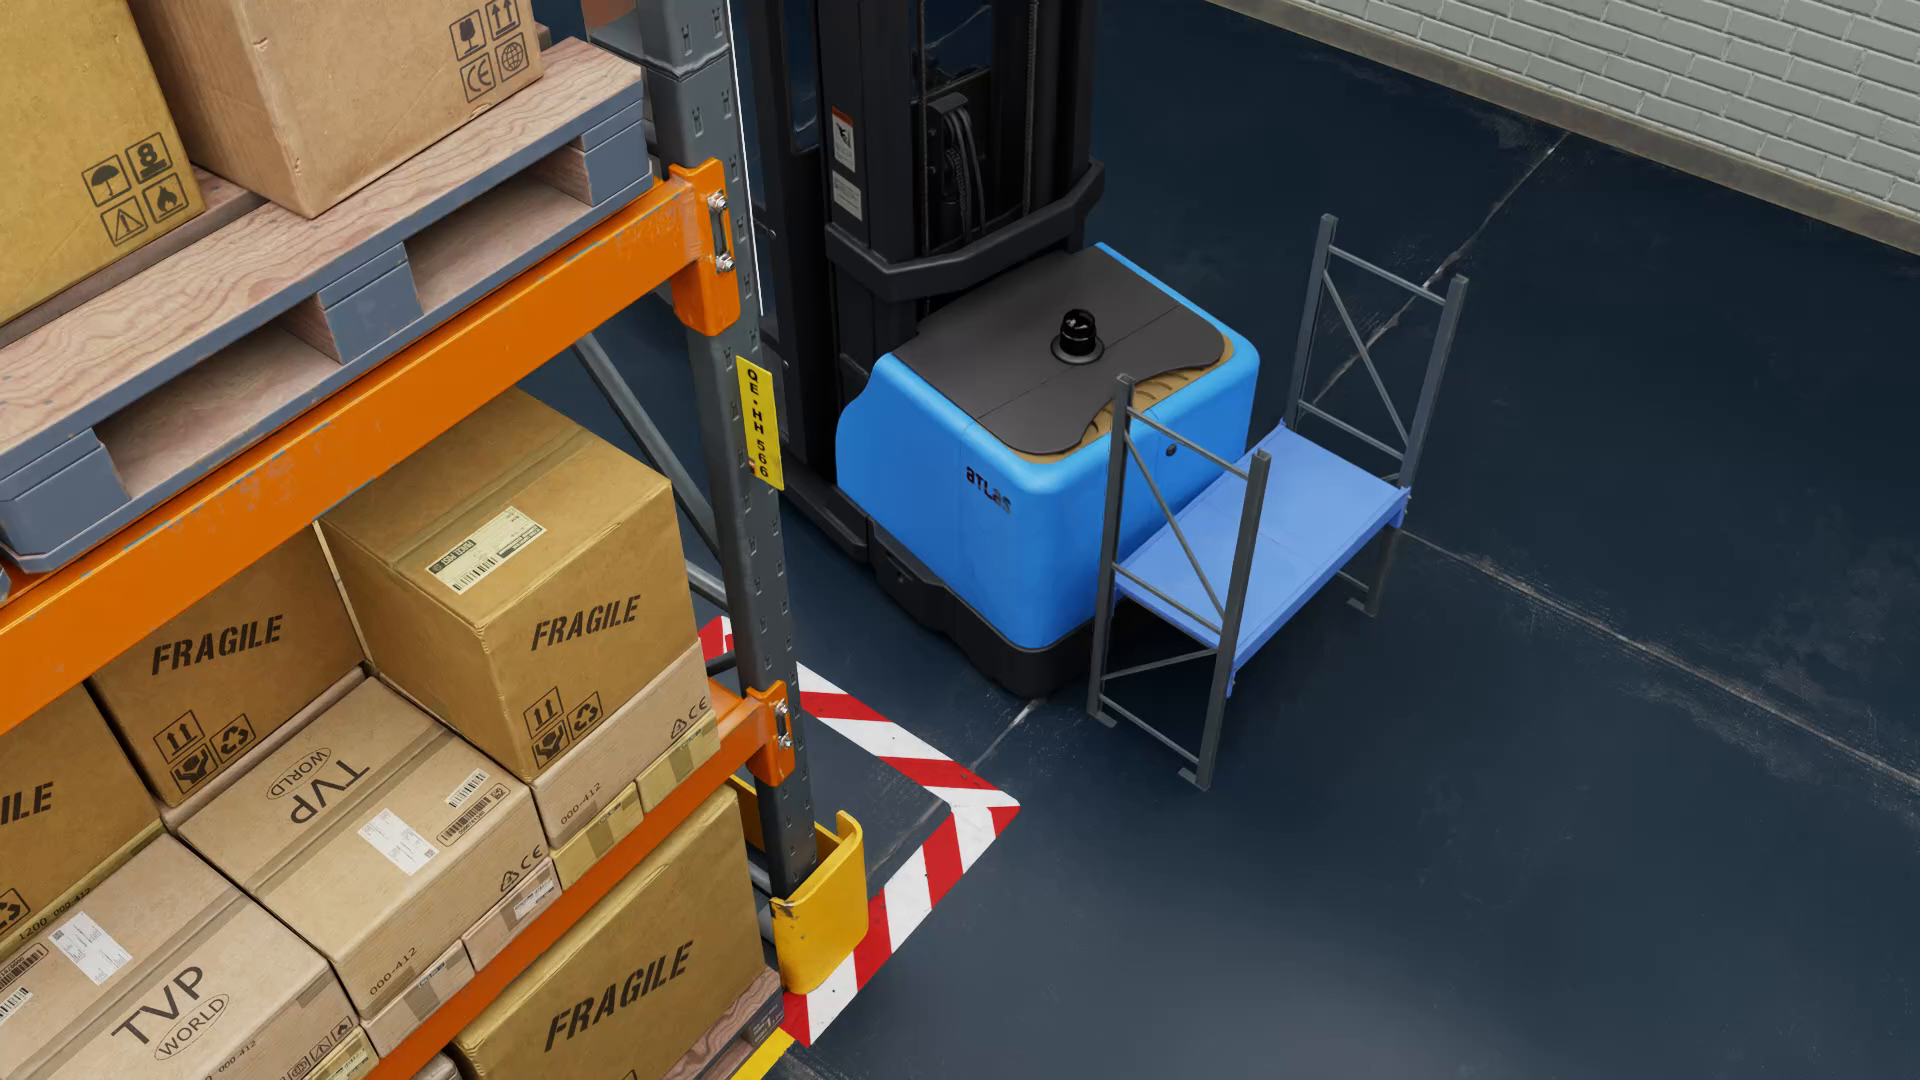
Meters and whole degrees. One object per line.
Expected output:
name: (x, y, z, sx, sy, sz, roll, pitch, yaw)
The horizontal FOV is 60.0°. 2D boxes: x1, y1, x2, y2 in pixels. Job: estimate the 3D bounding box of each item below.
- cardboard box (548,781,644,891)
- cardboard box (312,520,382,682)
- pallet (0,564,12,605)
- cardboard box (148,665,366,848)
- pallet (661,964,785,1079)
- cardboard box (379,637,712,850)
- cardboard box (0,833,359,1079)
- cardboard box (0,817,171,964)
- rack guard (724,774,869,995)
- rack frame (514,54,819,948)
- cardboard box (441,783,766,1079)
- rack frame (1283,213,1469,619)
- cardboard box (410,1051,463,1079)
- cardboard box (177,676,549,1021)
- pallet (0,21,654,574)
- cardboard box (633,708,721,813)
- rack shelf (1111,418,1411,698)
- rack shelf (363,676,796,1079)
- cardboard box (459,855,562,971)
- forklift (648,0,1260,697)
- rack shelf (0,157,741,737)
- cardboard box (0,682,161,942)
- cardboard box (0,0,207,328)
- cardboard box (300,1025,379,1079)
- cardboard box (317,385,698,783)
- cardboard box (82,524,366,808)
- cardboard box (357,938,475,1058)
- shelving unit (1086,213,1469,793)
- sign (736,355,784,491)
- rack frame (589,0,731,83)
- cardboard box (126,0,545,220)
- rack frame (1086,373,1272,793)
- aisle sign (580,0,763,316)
cardboard box: (-0.951, 0.581, 3.794, 0.380, 0.149, 0.250, 30, 53, 25)
cardboard box: (-1.343, 0.100, 3.978, 0.500, 0.250, 0.500, 28, 52, 24)
pallet: (-2.027, 0.120, 2.048, 1.003, 0.211, 1.213, 29, 53, 25)
cardboard box: (-1.655, 0.400, 3.691, 0.500, 0.250, 0.500, 29, 53, 25)
pallet: (-1.263, 1.451, 4.718, 1.003, 0.211, 1.213, 29, 53, 25)
cardboard box: (-0.922, 0.339, 3.750, 0.500, 0.250, 0.500, 28, 53, 24)
cardboard box: (-1.544, 0.920, 3.194, 0.500, 0.250, 0.500, 27, 52, 24)
cardboard box: (-1.966, 0.686, 3.418, 0.500, 0.250, 0.500, 28, 52, 24)
rack guard: (-0.821, 0.845, 5.097, 1.175, 0.500, 0.348, 29, 53, 25)
rack frame: (-0.836, -0.005, 4.180, 1.000, 3.000, 0.127, 29, 53, 25)
cardboard box: (-1.164, 0.986, 4.413, 0.875, 0.875, 0.875, 29, 53, 25)
rack frame: (1.309, -0.364, 5.561, 0.500, 1.500, 0.032, 33, 55, 28)
cardboard box: (-1.720, 1.506, 3.916, 0.875, 0.875, 0.875, 29, 53, 25)
cardboard box: (-1.233, 0.629, 3.473, 0.500, 0.250, 0.500, 28, 53, 24)
pallet: (-1.281, -0.581, 2.718, 1.003, 0.211, 1.213, 29, 53, 25)
cardboard box: (-0.793, 0.431, 3.937, 0.380, 0.149, 0.250, 30, 53, 26)
rack shelf: (0.969, 0.033, 5.430, 0.538, 0.185, 1.000, 33, 55, 28)
rack shelf: (-2.059, 1.388, 3.347, 1.077, 0.370, 4.000, 29, 53, 25)
cardboard box: (-1.106, 0.725, 3.657, 0.380, 0.149, 0.250, 29, 53, 25)
forklift: (-0.339, -1.481, 5.638, 1.130, 2.935, 3.031, -31, 54, -26)
rack shelf: (-2.059, 0.352, 2.262, 1.077, 0.370, 4.000, 29, 53, 25)
cardboard box: (-1.961, 0.426, 3.148, 0.500, 0.500, 0.500, 28, 52, 24)
cardboard box: (-1.551, -0.665, 2.308, 0.700, 0.500, 0.500, 27, 52, 24)
cardboard box: (-1.416, 1.016, 3.378, 0.380, 0.149, 0.250, 28, 52, 24)
cardboard box: (-0.926, 0.080, 3.478, 0.500, 0.500, 0.500, 30, 53, 25)
cardboard box: (-1.649, 0.127, 3.434, 0.500, 0.500, 0.500, 28, 52, 24)
cardboard box: (-1.259, 0.867, 3.521, 0.380, 0.149, 0.250, 30, 53, 26)
shelving unit: (0.969, -0.091, 5.300, 0.538, 1.500, 1.048, 33, 55, 28)
sign: (-0.415, -0.239, 3.439, 0.100, 0.325, 0.005, 29, 53, 25)
rack frame: (-0.836, -2.077, 2.011, 1.000, 3.000, 0.127, 29, 53, 25)
cardboard box: (-1.111, -0.934, 2.564, 0.700, 0.500, 0.500, 26, 52, 23)
rack frame: (0.628, 0.182, 5.039, 0.500, 1.500, 0.032, 33, 55, 28)
aisle sign: (-0.554, -0.811, 3.153, 0.394, 0.787, 0.004, 29, 53, 25)
